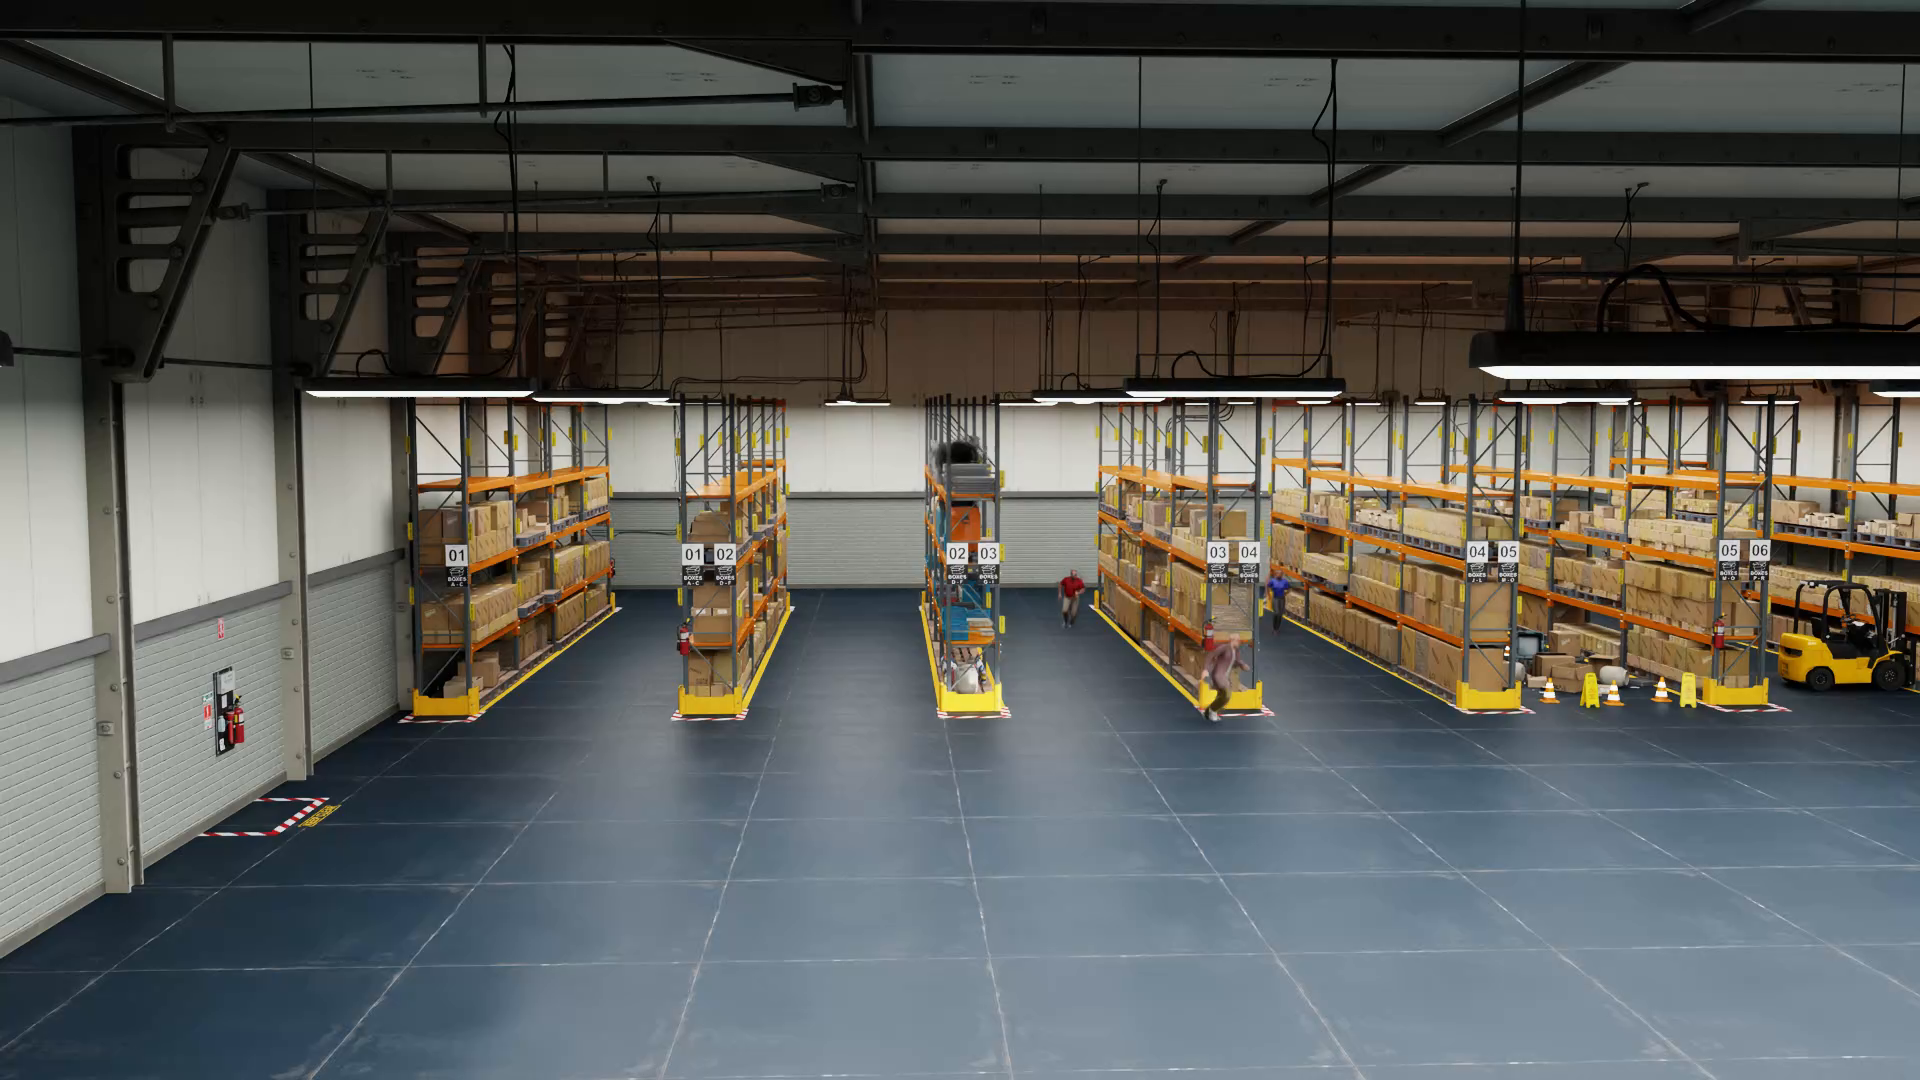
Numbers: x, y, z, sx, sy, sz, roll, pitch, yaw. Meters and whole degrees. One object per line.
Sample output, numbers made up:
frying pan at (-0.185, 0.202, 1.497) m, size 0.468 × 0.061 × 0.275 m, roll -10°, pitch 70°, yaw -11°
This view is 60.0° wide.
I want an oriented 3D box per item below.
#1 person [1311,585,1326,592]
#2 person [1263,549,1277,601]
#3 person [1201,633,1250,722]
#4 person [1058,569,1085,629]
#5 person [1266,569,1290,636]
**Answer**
person at (10.507, 1.018, 48.688) m, size 0.669 × 1.734 × 0.683 m, roll -4°, pitch 6°, yaw -40°
person at (9.291, 0.969, 49.260) m, size 0.966 × 1.657 × 0.576 m, roll -4°, pitch 6°, yaw -38°
person at (4.849, 2.507, 30.324) m, size 0.939 × 1.641 × 0.713 m, roll 4°, pitch 6°, yaw 40°
person at (2.881, 1.532, 42.976) m, size 0.674 × 1.590 × 0.922 m, roll 0°, pitch 5°, yaw 2°
person at (8.088, 1.590, 42.135) m, size 0.555 × 1.700 × 0.731 m, roll 0°, pitch 5°, yaw -4°
